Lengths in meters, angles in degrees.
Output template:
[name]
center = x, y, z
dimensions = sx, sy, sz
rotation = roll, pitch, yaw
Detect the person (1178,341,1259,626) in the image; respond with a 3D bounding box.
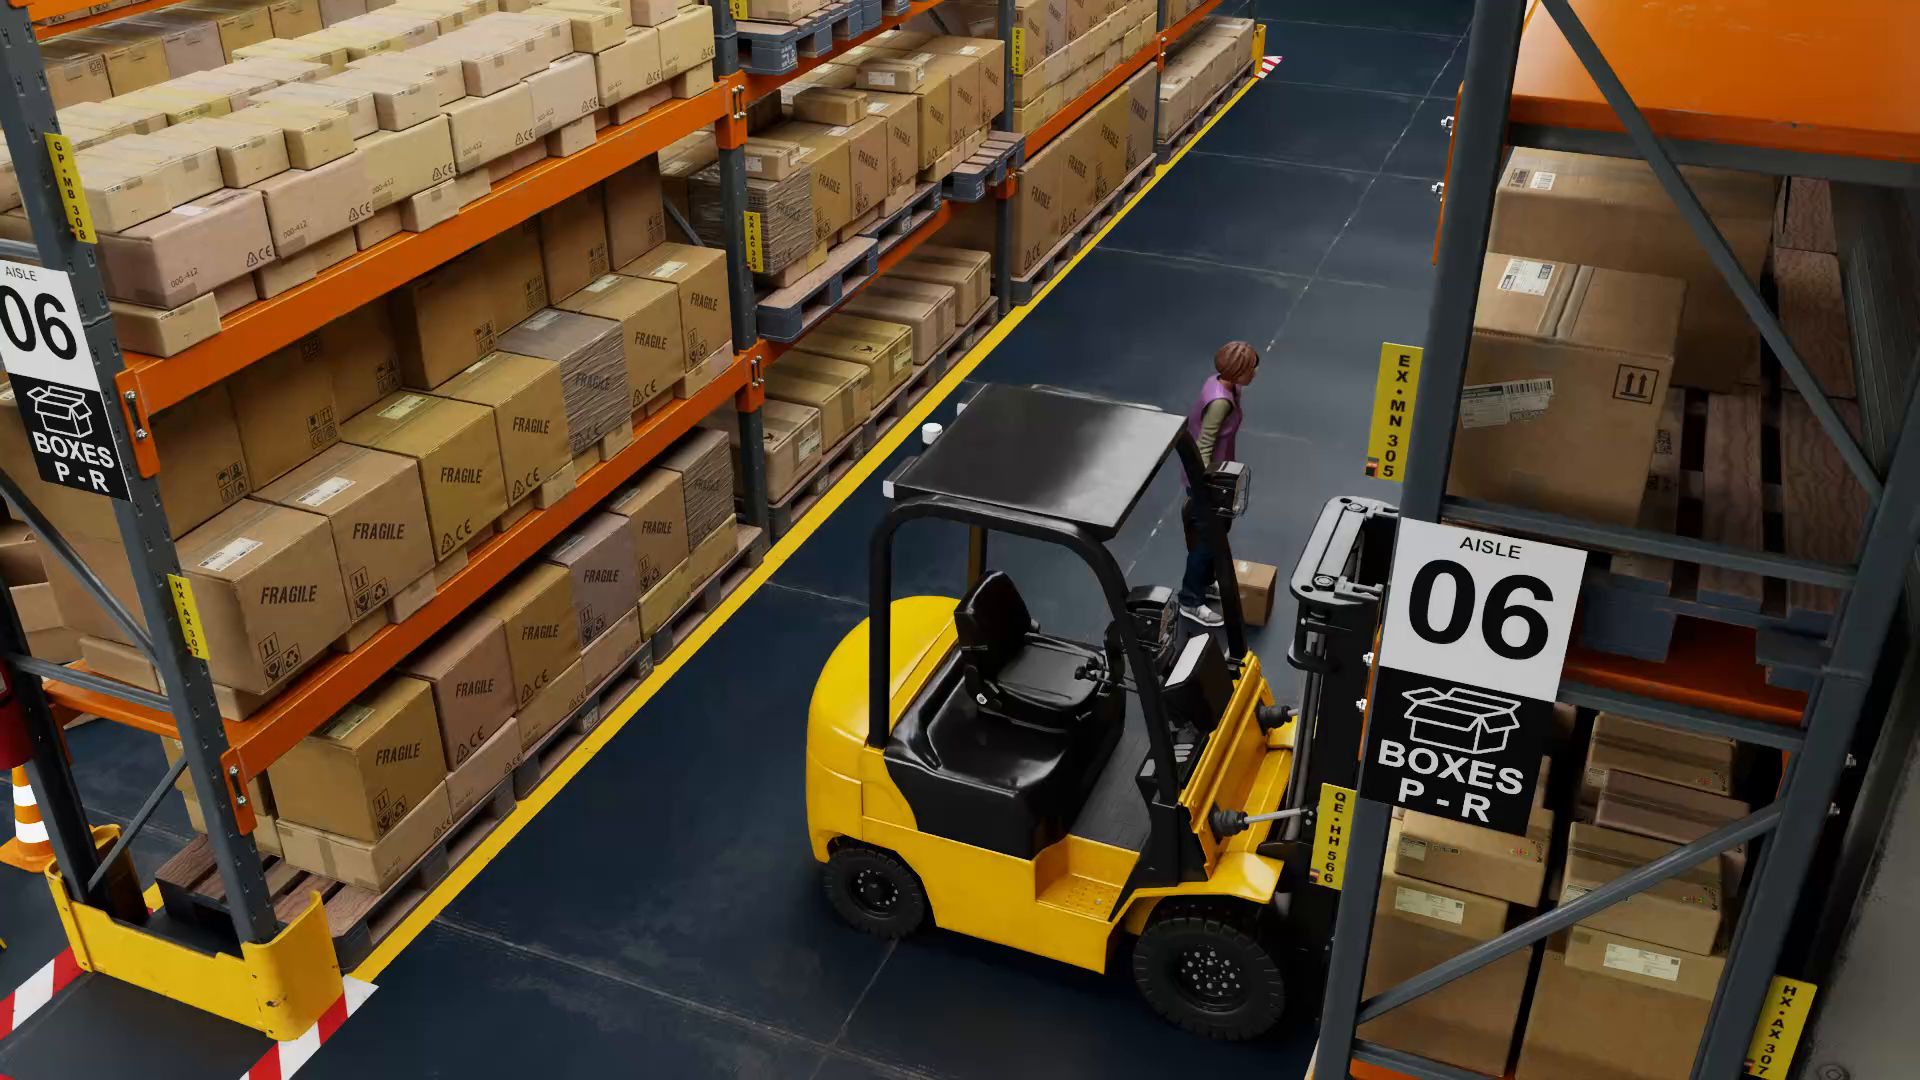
[person]
center = 1.370, -0.327, 8.969
dimensions = 0.350, 1.586, 0.472
rotation = 10, 32, 17
